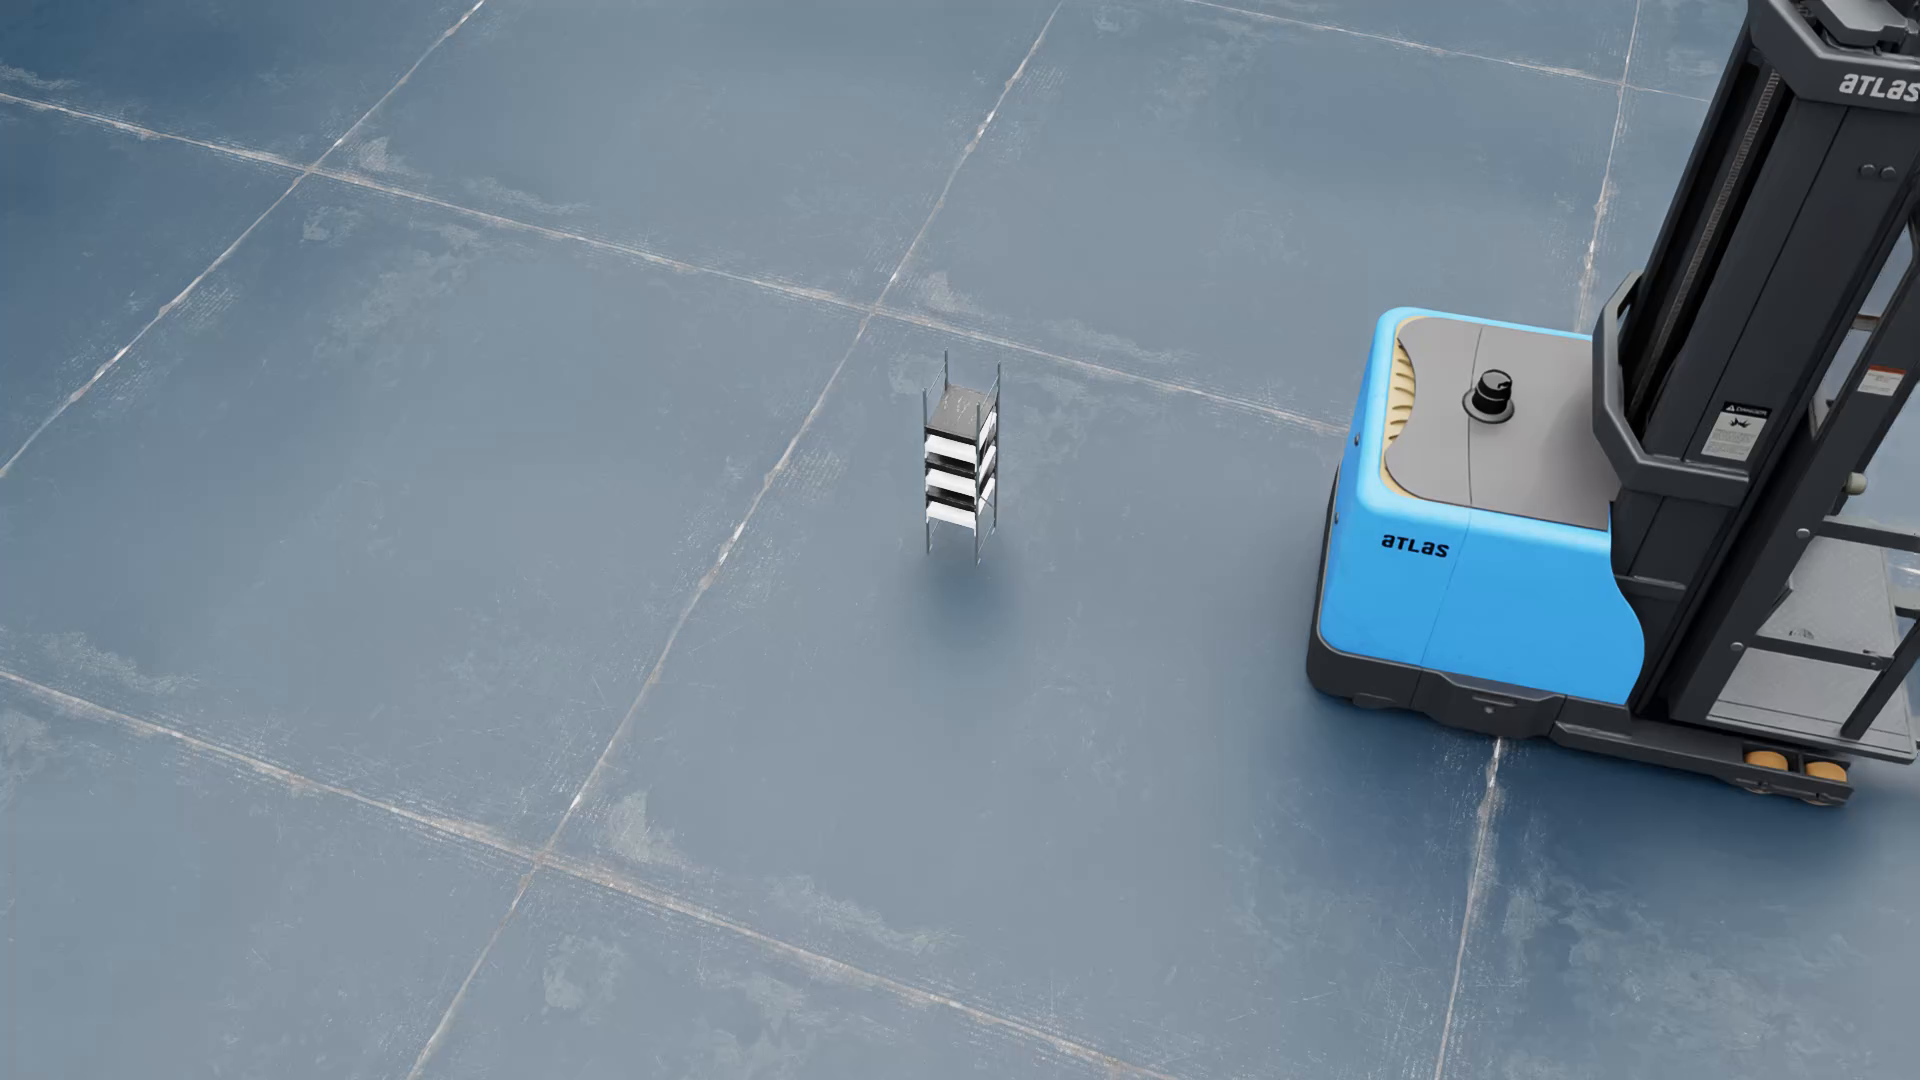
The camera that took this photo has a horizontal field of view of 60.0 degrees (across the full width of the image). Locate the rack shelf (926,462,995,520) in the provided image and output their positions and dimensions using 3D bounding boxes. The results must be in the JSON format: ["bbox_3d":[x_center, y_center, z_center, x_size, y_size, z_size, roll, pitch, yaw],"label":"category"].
[{"bbox_3d":[0.008,-0.212,6.368,0.200,0.077,0.258,16,51,13],"label":"rack shelf"}]

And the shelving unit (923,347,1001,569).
[{"bbox_3d":[0.008,-0.293,6.275,0.210,0.900,0.258,16,51,13],"label":"shelving unit"}]

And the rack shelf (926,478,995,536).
[{"bbox_3d":[0.008,-0.153,6.436,0.200,0.077,0.258,16,51,13],"label":"rack shelf"}]

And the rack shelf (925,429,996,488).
[{"bbox_3d":[0.008,-0.330,6.232,0.200,0.077,0.258,16,51,13],"label":"rack shelf"}]

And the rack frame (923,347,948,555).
[{"bbox_3d":[-0.088,-0.319,6.298,0.006,0.900,0.240,16,51,13],"label":"rack frame"}]

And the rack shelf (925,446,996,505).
[{"bbox_3d":[0.008,-0.271,6.300,0.200,0.077,0.258,16,51,13],"label":"rack shelf"}]

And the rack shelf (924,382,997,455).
[{"bbox_3d":[0.008,-0.448,6.096,0.200,0.077,0.258,16,51,13],"label":"rack shelf"}]

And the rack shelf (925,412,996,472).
[{"bbox_3d":[0.008,-0.389,6.164,0.200,0.077,0.258,16,51,13],"label":"rack shelf"}]

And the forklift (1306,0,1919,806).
[{"bbox_3d":[2.844,-0.480,5.093,3.031,2.935,1.130,11,50,9],"label":"forklift"}]

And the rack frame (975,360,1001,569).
[{"bbox_3d":[0.103,-0.266,6.252,0.006,0.900,0.240,16,51,13],"label":"rack frame"}]
